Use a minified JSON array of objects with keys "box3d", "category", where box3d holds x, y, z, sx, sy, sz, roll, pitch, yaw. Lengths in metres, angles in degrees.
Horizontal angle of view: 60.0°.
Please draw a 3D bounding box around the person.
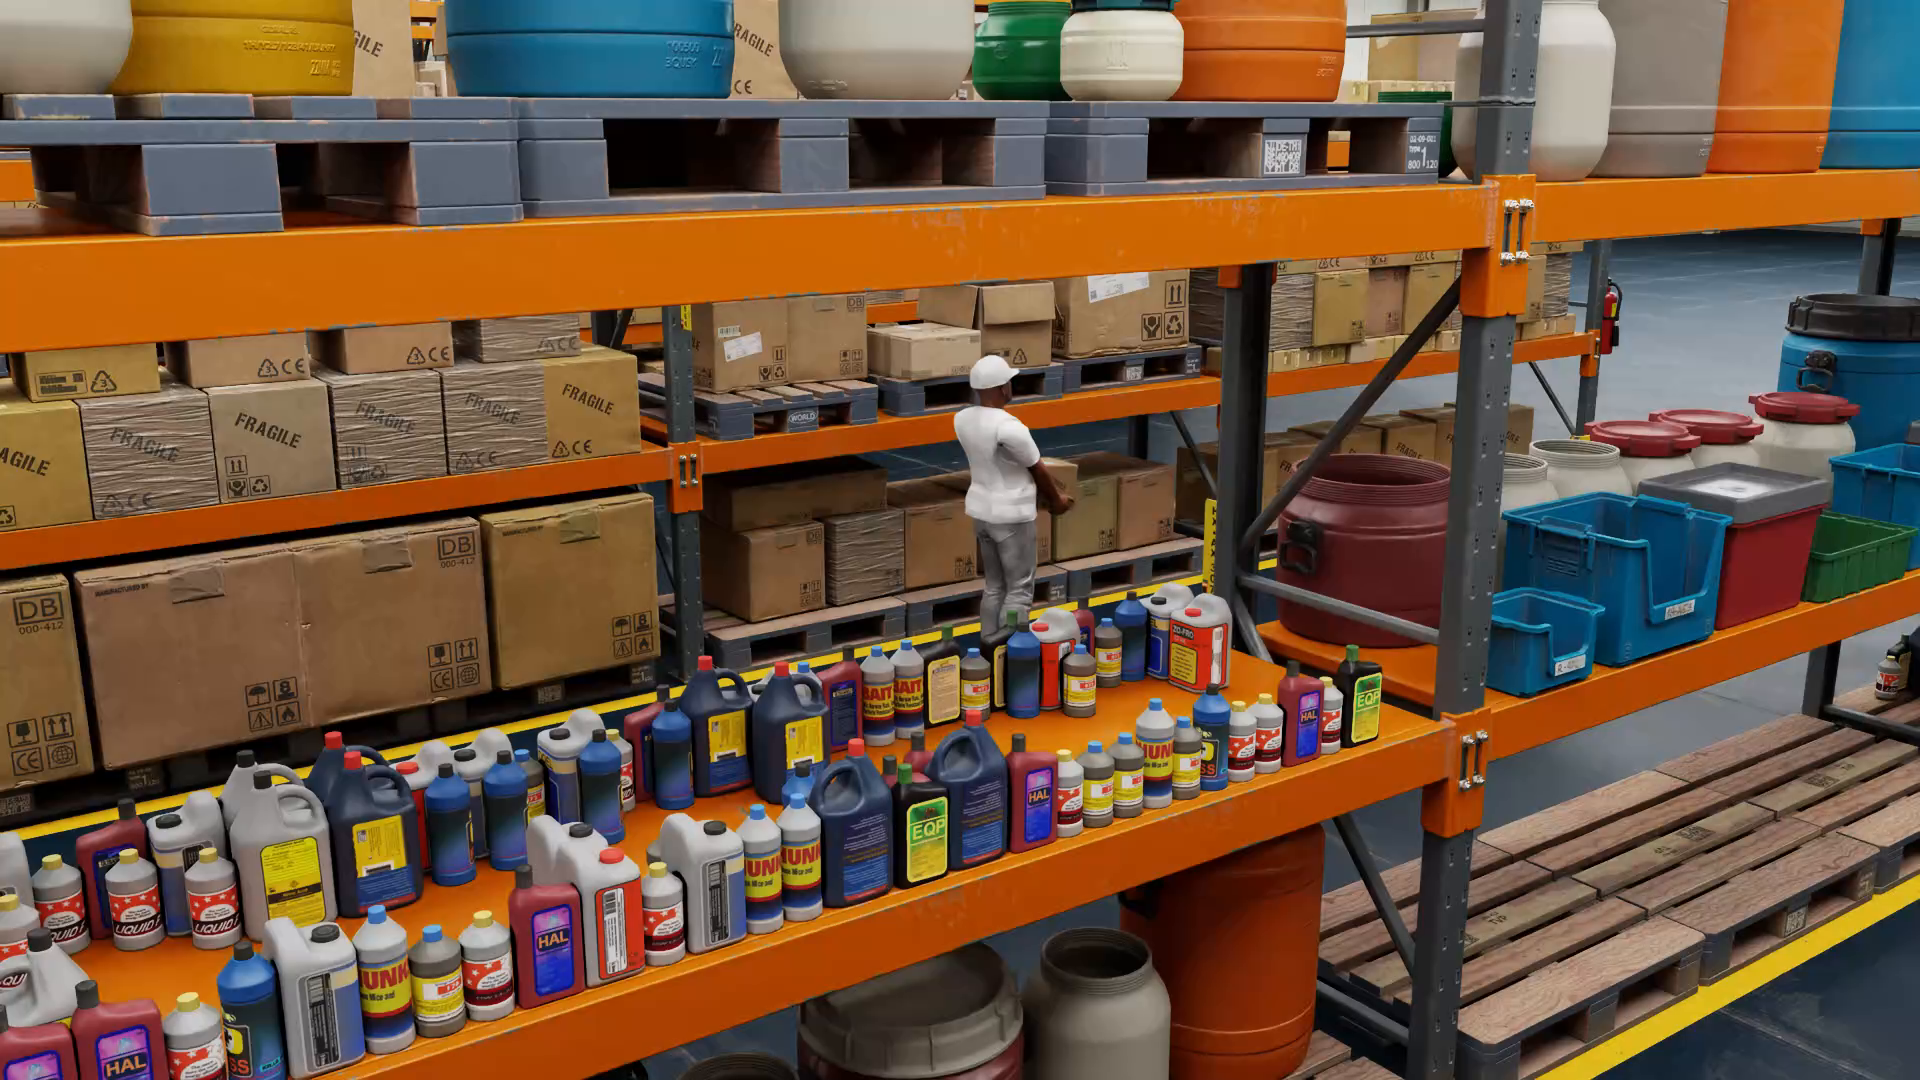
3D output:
[{"box3d":[0.300,-0.134,8.994,0.587,1.761,0.502,-10,17,-34],"category":"person"}]
